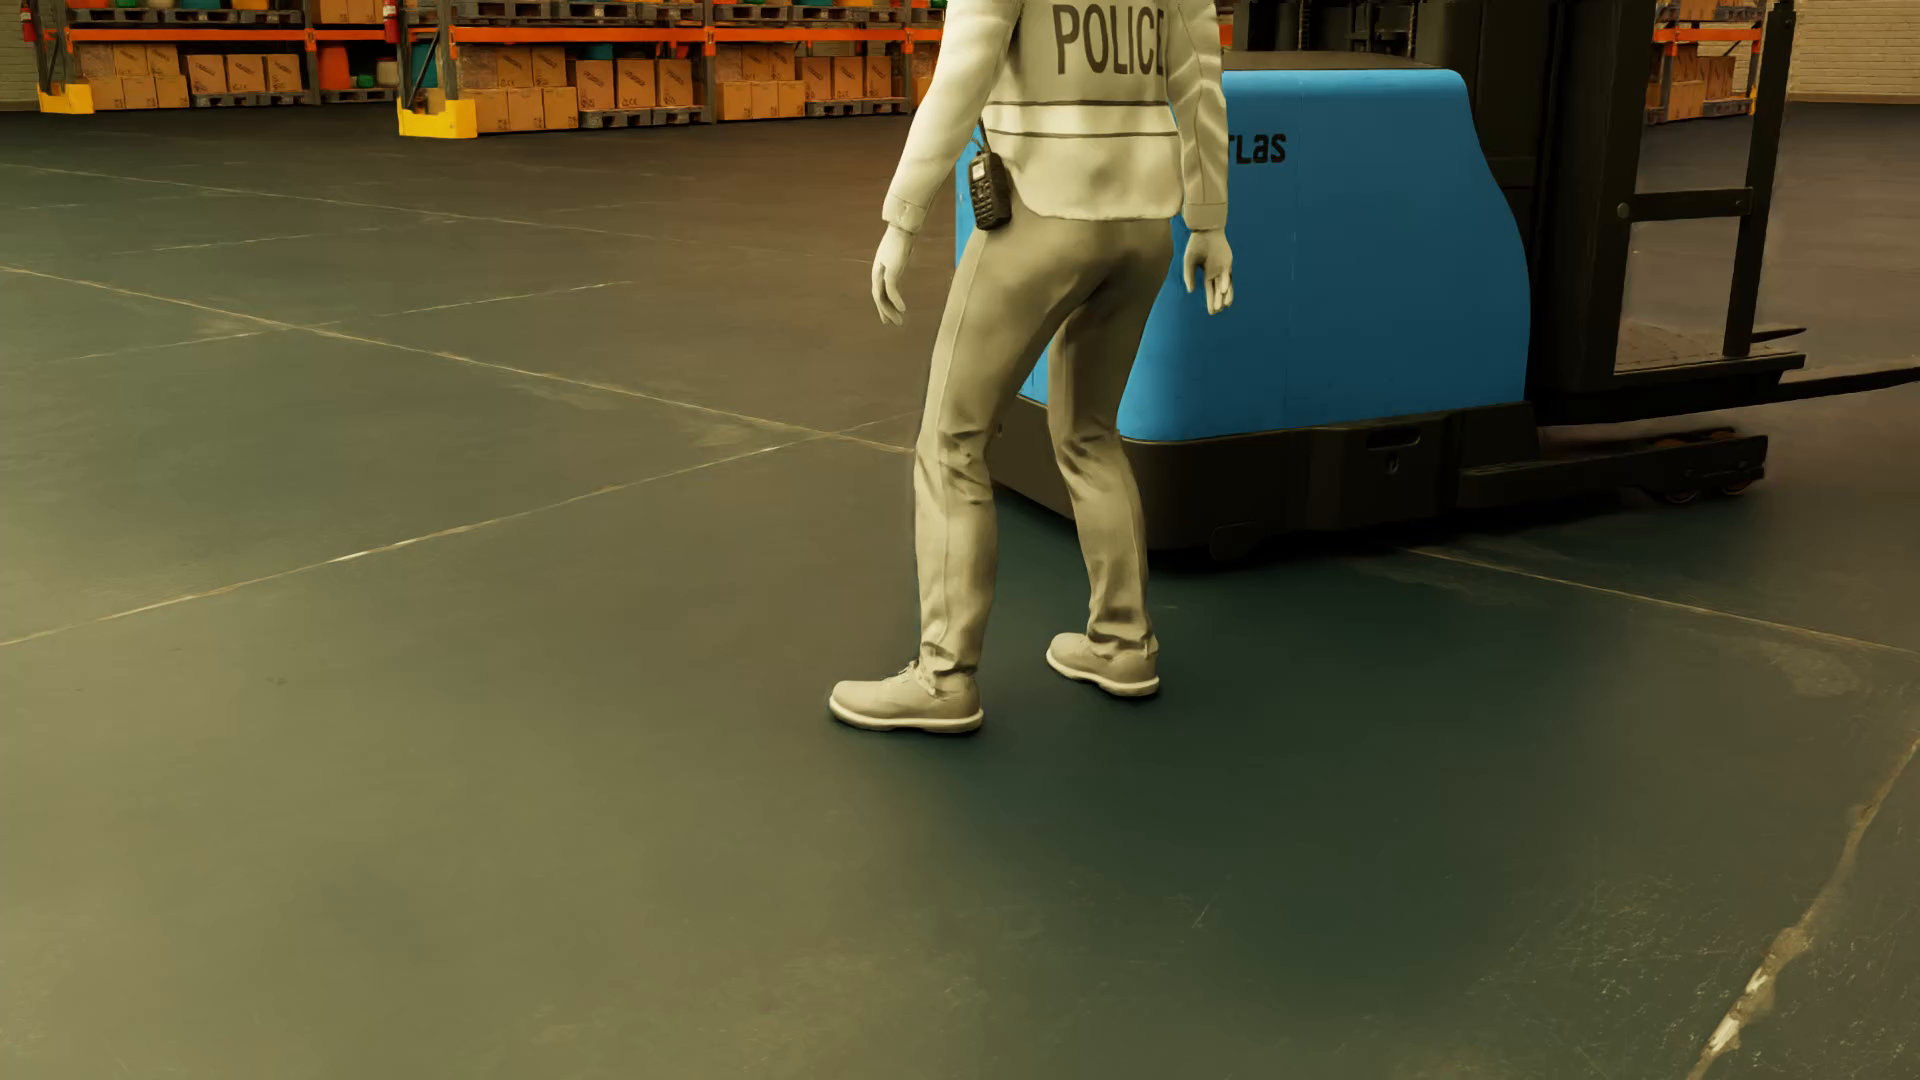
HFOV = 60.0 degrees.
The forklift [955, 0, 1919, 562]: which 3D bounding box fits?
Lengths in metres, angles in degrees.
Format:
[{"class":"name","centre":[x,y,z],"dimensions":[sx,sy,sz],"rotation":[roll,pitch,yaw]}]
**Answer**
[{"class":"forklift","centre":[1.533,-1.625,4.248],"dimensions":[3.031,2.935,1.130],"rotation":[-8,19,-24]}]

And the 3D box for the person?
[{"class":"person","centre":[0.148,-0.509,2.809],"dimensions":[0.753,1.641,0.365],"rotation":[-14,22,-38]}]
